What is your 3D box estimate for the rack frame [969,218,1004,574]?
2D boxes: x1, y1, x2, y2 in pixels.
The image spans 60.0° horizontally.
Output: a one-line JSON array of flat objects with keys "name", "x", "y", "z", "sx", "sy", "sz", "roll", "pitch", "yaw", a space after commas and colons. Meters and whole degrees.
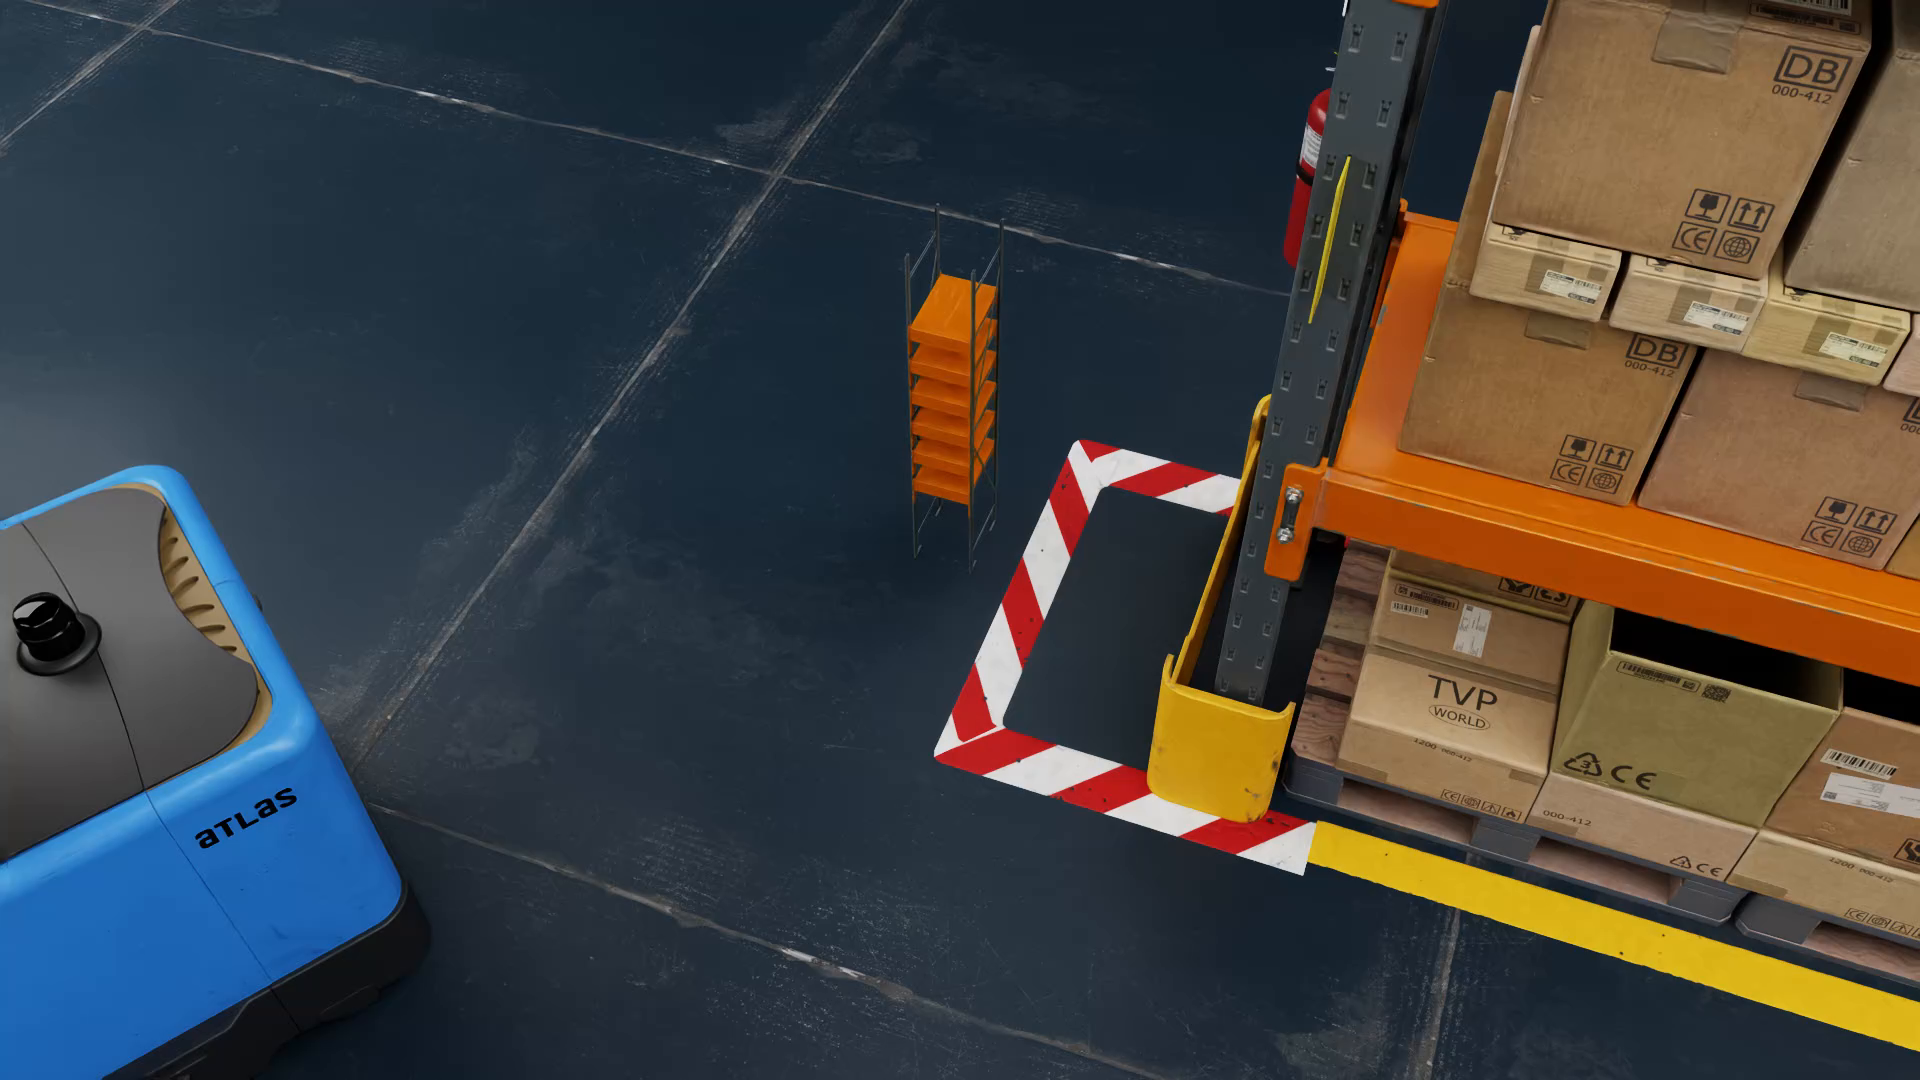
[{"name": "rack frame", "x": 0.072, "y": -0.373, "z": 4.779, "sx": 0.006, "sy": 1.200, "sz": 0.240, "roll": 16, "pitch": 51, "yaw": 13}]

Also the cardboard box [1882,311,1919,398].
[{"name": "cardboard box", "x": 1.903, "y": -0.430, "z": 3.142, "sx": 0.250, "sy": 0.149, "sz": 0.380, "roll": 15, "pitch": 51, "yaw": 13}]

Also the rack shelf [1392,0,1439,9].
[{"name": "rack shelf", "x": 2.767, "y": -0.865, "z": 2.505, "sx": 4.000, "sy": 0.370, "sz": 1.077, "roll": 16, "pitch": 51, "yaw": 13}]

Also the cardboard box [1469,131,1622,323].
[{"name": "cardboard box", "x": 1.185, "y": -0.631, "z": 3.317, "sx": 0.250, "sy": 0.149, "sz": 0.380, "roll": 15, "pitch": 51, "yaw": 13}]

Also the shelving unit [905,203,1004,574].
[{"name": "shelving unit", "x": -0.014, "y": -0.397, "z": 4.800, "sx": 0.189, "sy": 1.200, "sz": 0.258, "roll": 16, "pitch": 51, "yaw": 13}]

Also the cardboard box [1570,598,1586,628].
[{"name": "cardboard box", "x": 1.970, "y": 0.175, "z": 4.655, "sx": 0.500, "sy": 0.250, "sz": 0.500, "roll": 16, "pitch": 51, "yaw": 13}]

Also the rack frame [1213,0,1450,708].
[{"name": "rack frame", "x": 0.891, "y": -0.641, "z": 3.821, "sx": 0.127, "sy": 3.000, "sz": 1.000, "roll": 16, "pitch": 51, "yaw": 13}]

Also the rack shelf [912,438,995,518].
[{"name": "rack shelf", "x": -0.014, "y": -0.210, "z": 5.015, "sx": 0.180, "sy": 0.103, "sz": 0.258, "roll": 16, "pitch": 51, "yaw": 13}]

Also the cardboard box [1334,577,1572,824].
[{"name": "cardboard box", "x": 1.317, "y": 0.420, "z": 4.443, "sx": 0.500, "sy": 0.250, "sz": 0.500, "roll": 16, "pitch": 51, "yaw": 13}]

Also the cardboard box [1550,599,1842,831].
[{"name": "cardboard box", "x": 1.787, "y": 0.304, "z": 4.047, "sx": 0.500, "sy": 0.500, "sz": 0.500, "roll": 16, "pitch": 51, "yaw": 13}]

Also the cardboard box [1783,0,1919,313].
[{"name": "cardboard box", "x": 1.869, "y": -0.820, "z": 3.051, "sx": 0.500, "sy": 0.500, "sz": 0.700, "roll": 14, "pitch": 51, "yaw": 12}]

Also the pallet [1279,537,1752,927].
[{"name": "pallet", "x": 1.623, "y": 0.442, "z": 4.727, "sx": 1.213, "sy": 0.211, "sz": 1.003, "roll": 16, "pitch": 51, "yaw": 13}]

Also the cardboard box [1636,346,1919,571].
[{"name": "cardboard box", "x": 1.819, "y": -0.409, "z": 3.553, "sx": 0.500, "sy": 0.500, "sz": 0.700, "roll": 17, "pitch": 51, "yaw": 14}]

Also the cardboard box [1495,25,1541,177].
[{"name": "cardboard box", "x": 1.316, "y": -0.922, "z": 3.568, "sx": 0.250, "sy": 0.149, "sz": 0.380, "roll": 15, "pitch": 51, "yaw": 13}]

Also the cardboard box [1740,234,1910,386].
[{"name": "cardboard box", "x": 1.667, "y": -0.498, "z": 3.201, "sx": 0.250, "sy": 0.149, "sz": 0.380, "roll": 16, "pitch": 51, "yaw": 13}]

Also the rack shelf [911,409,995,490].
[{"name": "rack shelf", "x": -0.014, "y": -0.289, "z": 4.924, "sx": 0.180, "sy": 0.103, "sz": 0.258, "roll": 16, "pitch": 51, "yaw": 13}]

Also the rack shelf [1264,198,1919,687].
[{"name": "rack shelf", "x": 2.767, "y": 0.118, "z": 3.639, "sx": 4.000, "sy": 0.370, "sz": 1.077, "roll": 16, "pitch": 51, "yaw": 13}]

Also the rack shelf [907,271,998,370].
[{"name": "rack shelf", "x": -0.014, "y": -0.603, "z": 4.561, "sx": 0.180, "sy": 0.103, "sz": 0.258, "roll": 16, "pitch": 51, "yaw": 13}]

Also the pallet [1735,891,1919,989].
[{"name": "pallet", "x": 2.764, "y": 0.763, "z": 4.449, "sx": 1.213, "sy": 0.211, "sz": 1.003, "roll": 16, "pitch": 51, "yaw": 13}]

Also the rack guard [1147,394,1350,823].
[{"name": "rack guard", "x": 0.869, "y": 0.171, "z": 4.771, "sx": 0.348, "sy": 0.500, "sz": 1.175, "roll": 16, "pitch": 51, "yaw": 13}]

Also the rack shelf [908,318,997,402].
[{"name": "rack shelf", "x": -0.014, "y": -0.525, "z": 4.652, "sx": 0.180, "sy": 0.103, "sz": 0.258, "roll": 16, "pitch": 51, "yaw": 13}]

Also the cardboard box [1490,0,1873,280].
[{"name": "cardboard box", "x": 1.374, "y": -0.954, "z": 3.167, "sx": 0.500, "sy": 0.500, "sz": 0.700, "roll": 16, "pitch": 51, "yaw": 13}]

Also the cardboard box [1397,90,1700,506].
[{"name": "cardboard box", "x": 1.325, "y": -0.543, "z": 3.669, "sx": 0.500, "sy": 0.500, "sz": 0.700, "roll": 16, "pitch": 51, "yaw": 13}]

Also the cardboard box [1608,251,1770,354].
[{"name": "cardboard box", "x": 1.433, "y": -0.564, "z": 3.258, "sx": 0.250, "sy": 0.149, "sz": 0.380, "roll": 14, "pitch": 51, "yaw": 12}]

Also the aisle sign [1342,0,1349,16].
[{"name": "aisle sign", "x": 0.723, "y": -1.293, "z": 2.665, "sx": 0.004, "sy": 0.787, "sz": 0.394, "roll": 16, "pitch": 51, "yaw": 13}]

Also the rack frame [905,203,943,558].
[{"name": "rack frame", "x": -0.099, "y": -0.421, "z": 4.821, "sx": 0.006, "sy": 1.200, "sz": 0.240, "roll": 16, "pitch": 51, "yaw": 13}]

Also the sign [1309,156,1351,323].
[{"name": "sign", "x": 0.693, "y": -0.559, "z": 3.124, "sx": 0.005, "sy": 0.325, "sz": 0.100, "roll": 16, "pitch": 51, "yaw": 13}]

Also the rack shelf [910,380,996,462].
[{"name": "rack shelf", "x": -0.014, "y": -0.368, "z": 4.833, "sx": 0.180, "sy": 0.103, "sz": 0.258, "roll": 16, "pitch": 51, "yaw": 13}]

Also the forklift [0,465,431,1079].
[{"name": "forklift", "x": -2.852, "y": 0.480, "z": 2.894, "sx": 3.031, "sy": 2.935, "sz": 1.130, "roll": -28, "pitch": 55, "yaw": -22}]

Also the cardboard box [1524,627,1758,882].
[{"name": "cardboard box", "x": 1.787, "y": 0.548, "z": 4.332, "sx": 0.500, "sy": 0.250, "sz": 0.500, "roll": 16, "pitch": 51, "yaw": 13}]

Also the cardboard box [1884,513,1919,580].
[{"name": "cardboard box", "x": 2.283, "y": -0.275, "z": 3.437, "sx": 0.500, "sy": 0.500, "sz": 0.700, "roll": 16, "pitch": 51, "yaw": 13}]

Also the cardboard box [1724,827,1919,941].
[{"name": "cardboard box", "x": 2.256, "y": 0.679, "z": 4.218, "sx": 0.500, "sy": 0.250, "sz": 0.500, "roll": 16, "pitch": 51, "yaw": 13}]

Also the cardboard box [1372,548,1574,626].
[{"name": "cardboard box", "x": 1.497, "y": 0.052, "z": 4.761, "sx": 0.500, "sy": 0.250, "sz": 0.500, "roll": 16, "pitch": 51, "yaw": 13}]

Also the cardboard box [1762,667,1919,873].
[{"name": "cardboard box", "x": 2.260, "y": 0.425, "z": 3.942, "sx": 0.500, "sy": 0.500, "sz": 0.500, "roll": 16, "pitch": 51, "yaw": 13}]

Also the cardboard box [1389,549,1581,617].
[{"name": "cardboard box", "x": 1.497, "y": -0.195, "z": 4.479, "sx": 0.500, "sy": 0.500, "sz": 0.500, "roll": 16, "pitch": 51, "yaw": 13}]

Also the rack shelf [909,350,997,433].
[{"name": "rack shelf", "x": -0.014, "y": -0.446, "z": 4.743, "sx": 0.180, "sy": 0.103, "sz": 0.258, "roll": 16, "pitch": 51, "yaw": 13}]

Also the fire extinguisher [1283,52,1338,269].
[{"name": "fire extinguisher", "x": 0.941, "y": -0.976, "z": 4.162, "sx": 0.183, "sy": 0.674, "sz": 0.296, "roll": 16, "pitch": 51, "yaw": 13}]
